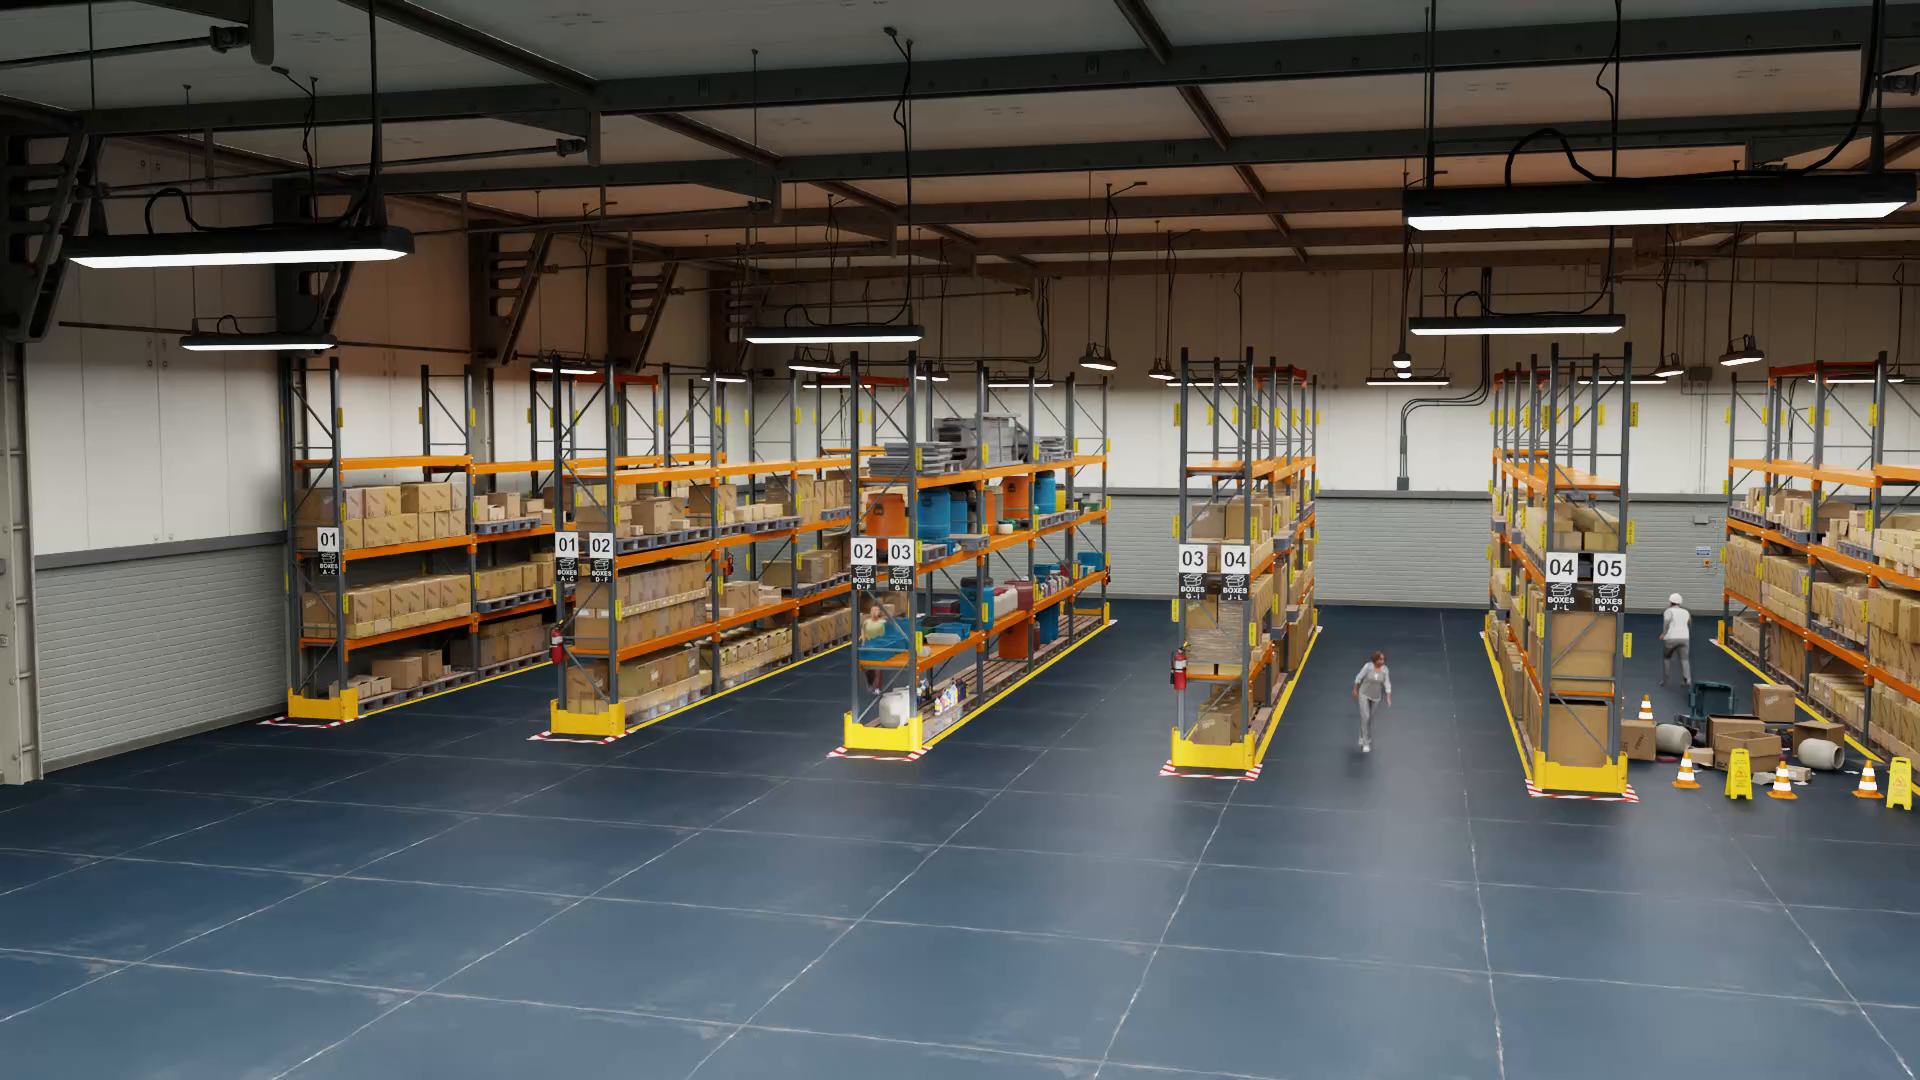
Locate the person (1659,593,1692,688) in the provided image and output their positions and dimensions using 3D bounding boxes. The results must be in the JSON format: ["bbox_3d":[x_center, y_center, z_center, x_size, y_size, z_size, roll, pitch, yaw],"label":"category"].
[{"bbox_3d":[13.250,1.876,30.732,0.651,1.747,0.976,0,4,3],"label":"person"}]

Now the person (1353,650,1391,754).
[{"bbox_3d":[6.210,2.407,25.101,0.496,1.560,0.773,0,4,-3],"label":"person"}]

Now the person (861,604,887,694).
[{"bbox_3d":[-1.555,1.971,29.926,0.574,1.628,0.605,1,4,11],"label":"person"}]
